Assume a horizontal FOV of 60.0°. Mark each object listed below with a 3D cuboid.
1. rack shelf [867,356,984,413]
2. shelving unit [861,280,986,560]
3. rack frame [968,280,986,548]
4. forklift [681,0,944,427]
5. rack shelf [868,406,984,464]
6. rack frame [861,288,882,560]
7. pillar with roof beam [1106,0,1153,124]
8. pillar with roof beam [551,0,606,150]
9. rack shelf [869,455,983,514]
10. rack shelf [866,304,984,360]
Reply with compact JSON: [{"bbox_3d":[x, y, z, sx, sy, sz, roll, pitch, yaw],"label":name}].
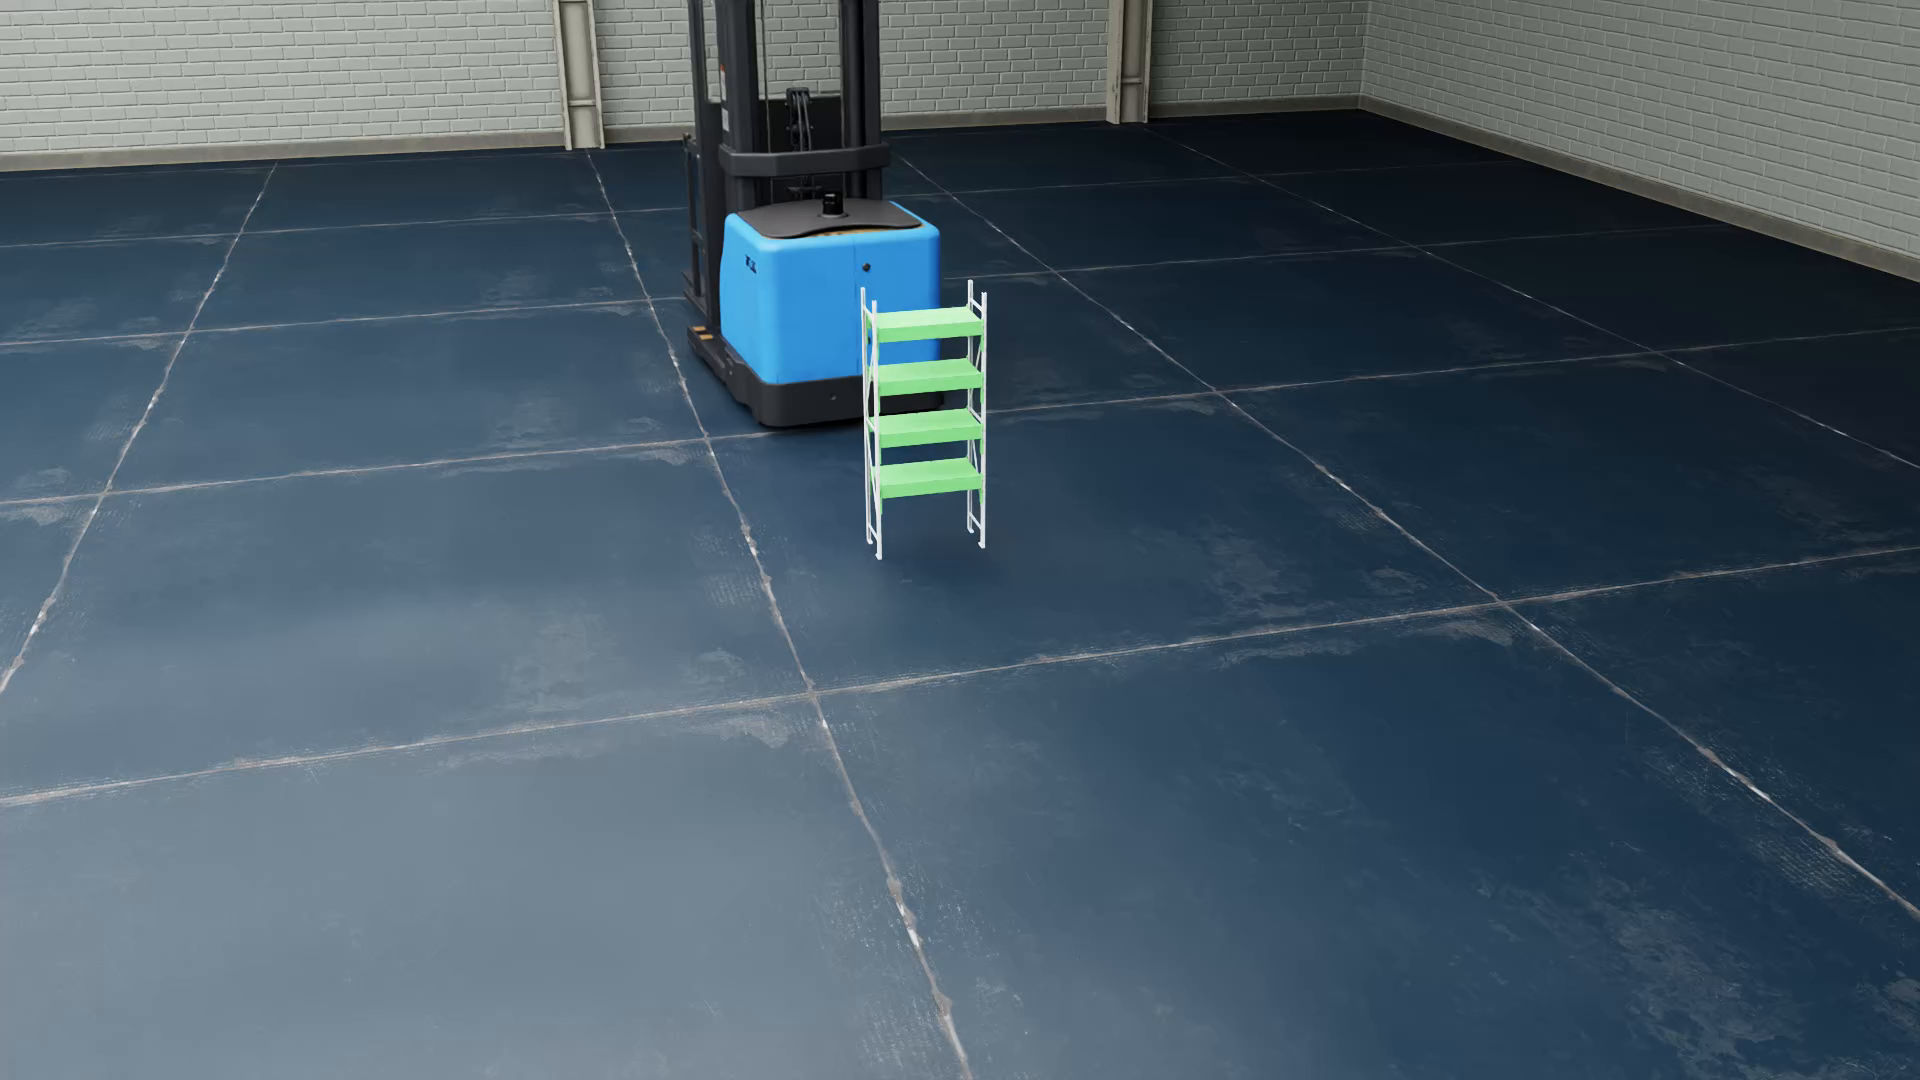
[{"bbox_3d":[-0.159,-0.696,7.403,0.480,0.148,0.258,-6,24,-14],"label":"rack shelf"},{"bbox_3d":[-0.159,-0.534,7.472,0.503,1.200,0.258,-6,24,-14],"label":"shelving unit"},{"bbox_3d":[0.076,-0.560,7.533,0.015,1.200,0.240,-6,24,-14],"label":"rack frame"},{"bbox_3d":[-1.084,-2.512,9.887,1.130,2.935,3.031,-8,25,-19],"label":"forklift"},{"bbox_3d":[-0.159,-0.475,7.498,0.480,0.148,0.258,-6,24,-14],"label":"rack shelf"},{"bbox_3d":[-0.394,-0.508,7.412,0.015,1.200,0.240,-6,24,-14],"label":"rack frame"},{"bbox_3d":[3.044,-7.229,13.185,0.400,9.000,9.100,-6,24,-14],"label":"pillar with roof beam"},{"bbox_3d":[-2.733,-6.590,11.695,0.400,9.000,9.100,-6,24,-14],"label":"pillar with roof beam"},{"bbox_3d":[-0.159,-0.254,7.592,0.480,0.148,0.258,-6,24,-14],"label":"rack shelf"},{"bbox_3d":[-0.159,-0.916,7.308,0.480,0.148,0.258,-6,24,-14],"label":"rack shelf"}]
